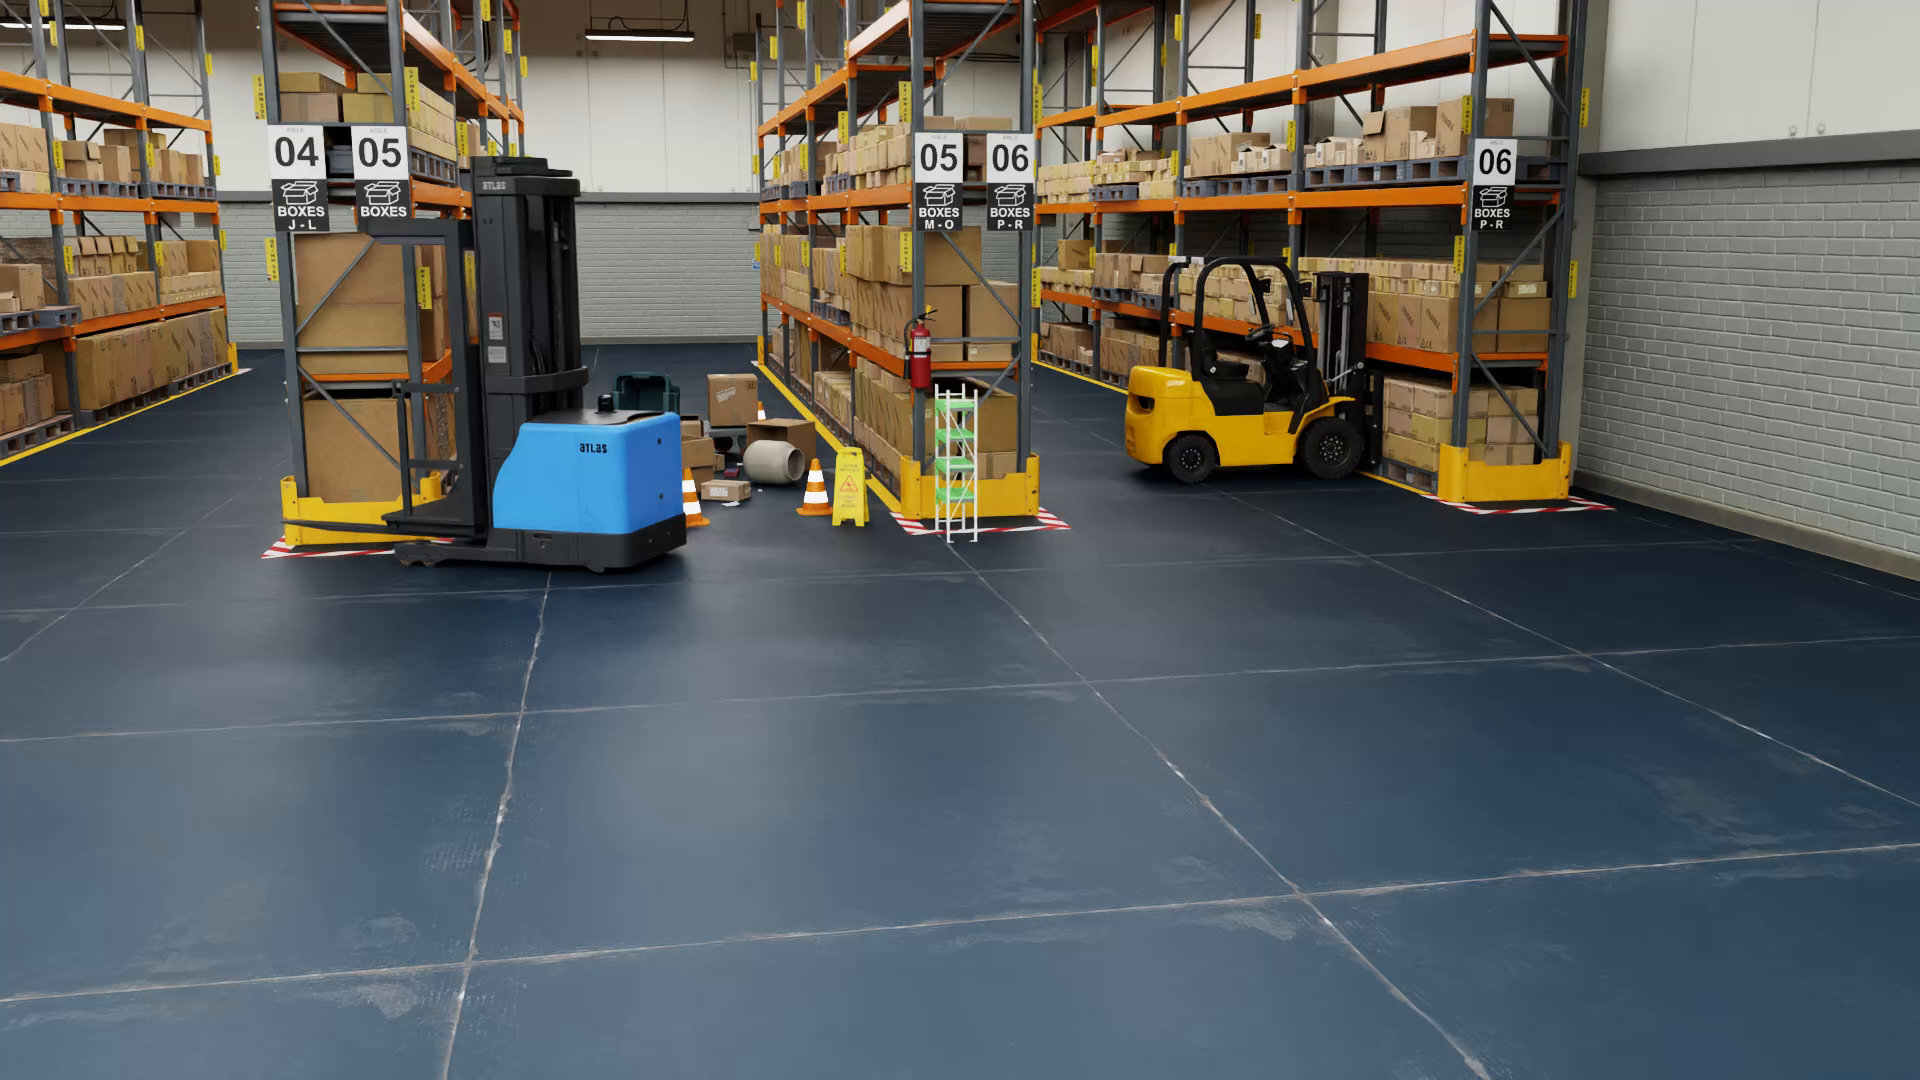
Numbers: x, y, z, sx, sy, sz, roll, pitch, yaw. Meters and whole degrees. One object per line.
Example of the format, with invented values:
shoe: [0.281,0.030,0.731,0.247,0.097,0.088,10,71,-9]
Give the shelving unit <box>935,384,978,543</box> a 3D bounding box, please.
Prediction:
shelving unit: [-0.032,-0.620,13.244,0.258,1.200,0.503,-2,11,-11]

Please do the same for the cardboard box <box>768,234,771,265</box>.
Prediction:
cardboard box: [-2.885,-4.781,27.354,0.500,0.500,0.500,-2,11,-11]

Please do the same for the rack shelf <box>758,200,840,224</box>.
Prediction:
rack shelf: [-2.623,-5.373,27.305,1.077,0.370,4.000,-2,11,-11]

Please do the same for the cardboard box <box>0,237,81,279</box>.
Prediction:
cardboard box: [-11.303,-3.469,20.448,0.797,0.503,0.637,-2,11,-9]

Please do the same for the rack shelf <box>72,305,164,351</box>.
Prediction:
rack shelf: [-11.566,-2.805,21.838,1.077,0.370,4.000,-2,11,-11]

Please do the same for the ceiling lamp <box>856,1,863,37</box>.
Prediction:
ceiling lamp: [-0.949,-11.022,31.429,2.000,3.185,0.800,-2,11,-11]

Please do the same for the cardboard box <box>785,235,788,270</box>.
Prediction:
cardboard box: [-2.304,-4.243,24.524,0.500,0.500,0.500,-2,11,-11]

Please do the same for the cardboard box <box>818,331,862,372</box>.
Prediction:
cardboard box: [-1.509,-2.445,22.578,0.875,0.875,0.875,-2,11,-12]

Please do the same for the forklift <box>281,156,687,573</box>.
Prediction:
forklift: [-3.657,-1.340,12.400,3.031,2.935,1.130,3,11,16]

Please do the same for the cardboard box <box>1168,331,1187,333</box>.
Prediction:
cardboard box: [3.282,-3.071,25.138,0.380,0.149,0.250,-2,11,-10]

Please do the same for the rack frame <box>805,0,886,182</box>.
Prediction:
rack frame: [-1.456,-6.100,21.176,1.000,3.000,0.127,-2,11,-11]

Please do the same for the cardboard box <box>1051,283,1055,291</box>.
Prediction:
cardboard box: [1.820,-4.467,29.314,0.380,0.149,0.250,-2,11,-9]

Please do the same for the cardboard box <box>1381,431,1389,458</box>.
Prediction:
cardboard box: [4.391,-0.980,16.555,0.500,0.250,0.500,-2,11,-10]

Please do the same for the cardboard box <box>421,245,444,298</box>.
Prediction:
cardboard box: [-4.943,-2.365,14.313,0.875,0.550,0.550,-2,11,-11]

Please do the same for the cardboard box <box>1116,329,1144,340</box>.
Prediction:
cardboard box: [2.634,-3.194,25.783,0.380,0.149,0.250,-3,11,-14]

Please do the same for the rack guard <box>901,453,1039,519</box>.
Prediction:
rack guard: [0.085,-0.471,14.335,1.175,0.500,0.348,-2,11,-11]

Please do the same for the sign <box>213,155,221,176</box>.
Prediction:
sign: [-12.198,-6.146,27.287,0.100,0.325,0.005,-2,11,-11]

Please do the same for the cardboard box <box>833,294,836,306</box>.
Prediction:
cardboard box: [-1.308,-2.871,19.806,0.380,0.149,0.250,-2,11,-9]

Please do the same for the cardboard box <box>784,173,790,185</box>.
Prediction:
cardboard box: [-2.331,-5.206,24.007,0.380,0.166,0.250,-3,11,-15]

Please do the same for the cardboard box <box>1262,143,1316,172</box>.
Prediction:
cardboard box: [3.810,-4.409,19.164,0.500,0.311,0.500,-2,11,-13]

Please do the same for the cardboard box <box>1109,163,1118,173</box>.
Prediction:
cardboard box: [2.468,-5.608,25.099,0.380,0.149,0.250,-2,11,-12]

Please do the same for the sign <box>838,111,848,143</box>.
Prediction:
sign: [-1.222,-4.319,17.407,0.100,0.325,0.005,-2,11,-11]

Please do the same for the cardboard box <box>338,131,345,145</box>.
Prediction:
cardboard box: [-5.280,-3.281,13.669,0.380,0.149,0.250,-2,11,-10]

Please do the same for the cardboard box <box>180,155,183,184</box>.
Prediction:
cardboard box: [-12.440,-5.743,25.669,0.700,0.500,0.500,-3,11,-15]

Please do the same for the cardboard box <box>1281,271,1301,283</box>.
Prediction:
cardboard box: [3.906,-3.022,19.051,0.380,0.149,0.250,-2,11,-9]

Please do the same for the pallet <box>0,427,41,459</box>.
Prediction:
pallet: [-10.792,-1.056,18.178,1.003,0.211,1.213,-2,11,-11]

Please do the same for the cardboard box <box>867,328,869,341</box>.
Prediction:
cardboard box: [-0.736,-2.087,16.812,0.380,0.149,0.250,-2,11,-9]

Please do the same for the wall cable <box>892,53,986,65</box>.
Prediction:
wall cable: [-0.916,-8.739,34.946,2.988,3.039,0.133,-2,11,-11]

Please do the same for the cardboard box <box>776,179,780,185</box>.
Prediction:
cardboard box: [-2.672,-5.654,25.829,0.396,0.266,0.258,-2,11,-9]

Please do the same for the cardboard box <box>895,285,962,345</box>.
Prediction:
cardboard box: [-0.276,-1.970,14.461,0.500,0.500,0.500,-2,11,-12]

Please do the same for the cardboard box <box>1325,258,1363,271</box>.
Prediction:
cardboard box: [4.159,-2.954,17.894,0.380,0.149,0.250,-2,11,-12]

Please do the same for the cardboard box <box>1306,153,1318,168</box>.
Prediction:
cardboard box: [3.980,-4.112,18.038,0.380,0.149,0.250,-2,11,-10]

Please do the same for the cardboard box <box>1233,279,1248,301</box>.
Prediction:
cardboard box: [3.643,-3.041,20.214,0.500,0.250,0.500,-2,11,-10]

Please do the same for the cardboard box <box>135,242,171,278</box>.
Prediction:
cardboard box: [-11.797,-4.064,24.124,0.500,0.500,0.500,-2,11,-11]

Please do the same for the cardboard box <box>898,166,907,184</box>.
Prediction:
cardboard box: [-0.324,-3.135,14.295,0.380,0.149,0.250,-2,11,-11]

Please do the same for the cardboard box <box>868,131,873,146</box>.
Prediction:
cardboard box: [-0.692,-3.903,16.196,0.380,0.149,0.250,-2,11,-13]

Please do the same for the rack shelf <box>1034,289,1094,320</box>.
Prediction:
rack shelf: [2.245,-4.081,28.538,1.077,0.370,4.000,-2,11,-11]

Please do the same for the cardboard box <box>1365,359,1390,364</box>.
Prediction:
cardboard box: [4.476,-1.863,18.521,0.500,0.250,0.500,-2,11,-10]

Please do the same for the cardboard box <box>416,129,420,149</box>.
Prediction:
cardboard box: [-4.538,-3.213,13.316,0.380,0.149,0.250,-2,11,-10]

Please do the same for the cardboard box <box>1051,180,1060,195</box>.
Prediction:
cardboard box: [1.881,-6.069,28.642,0.500,0.250,0.500,-2,11,-13]

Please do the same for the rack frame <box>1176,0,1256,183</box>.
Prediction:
rack frame: [3.412,-6.281,22.128,1.000,3.000,0.127,-2,11,-11]

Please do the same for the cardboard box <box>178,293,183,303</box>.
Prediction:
cardboard box: [-11.842,-3.613,24.830,0.380,0.149,0.250,-2,11,-13]

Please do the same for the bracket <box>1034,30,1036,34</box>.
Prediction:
bracket: [1.244,-10.619,35.295,0.076,0.066,5.218,-2,11,-11]

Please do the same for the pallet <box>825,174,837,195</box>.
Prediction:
pallet: [-0.898,-4.107,19.233,1.213,0.211,1.003,-2,11,-11]

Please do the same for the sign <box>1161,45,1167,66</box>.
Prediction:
sign: [3.178,-7.572,25.992,0.100,0.325,0.005,-2,11,-11]

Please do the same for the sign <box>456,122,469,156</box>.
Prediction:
sign: [-4.970,-4.007,16.610,0.100,0.325,0.005,-2,11,-11]

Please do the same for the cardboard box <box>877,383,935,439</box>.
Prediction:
cardboard box: [-0.508,-1.235,15.888,0.500,0.500,0.500,-2,11,-12]

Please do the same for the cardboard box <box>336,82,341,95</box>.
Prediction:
cardboard box: [-5.283,-3.674,13.601,0.380,0.149,0.250,-2,11,-10]

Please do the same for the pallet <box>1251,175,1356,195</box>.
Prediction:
pallet: [4.006,-4.141,19.419,0.805,0.209,1.217,-3,11,-13]

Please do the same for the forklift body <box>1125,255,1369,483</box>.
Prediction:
forklift body: [2.810,-1.731,16.538,2.313,2.155,1.214,-2,11,-11]

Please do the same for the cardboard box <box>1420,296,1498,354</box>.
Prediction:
cardboard box: [4.615,-1.996,15.395,0.500,0.500,0.500,-2,11,-12]

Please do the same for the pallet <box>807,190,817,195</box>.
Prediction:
pallet: [-2.007,-5.099,24.455,0.805,0.209,1.217,-3,11,-13]

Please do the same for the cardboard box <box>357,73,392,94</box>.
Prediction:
cardboard box: [-4.488,-3.557,12.987,0.380,0.149,0.250,-2,11,-10]

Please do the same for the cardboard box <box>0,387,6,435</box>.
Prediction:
cardboard box: [-10.680,-1.351,17.780,0.700,0.500,0.500,-3,11,-16]
